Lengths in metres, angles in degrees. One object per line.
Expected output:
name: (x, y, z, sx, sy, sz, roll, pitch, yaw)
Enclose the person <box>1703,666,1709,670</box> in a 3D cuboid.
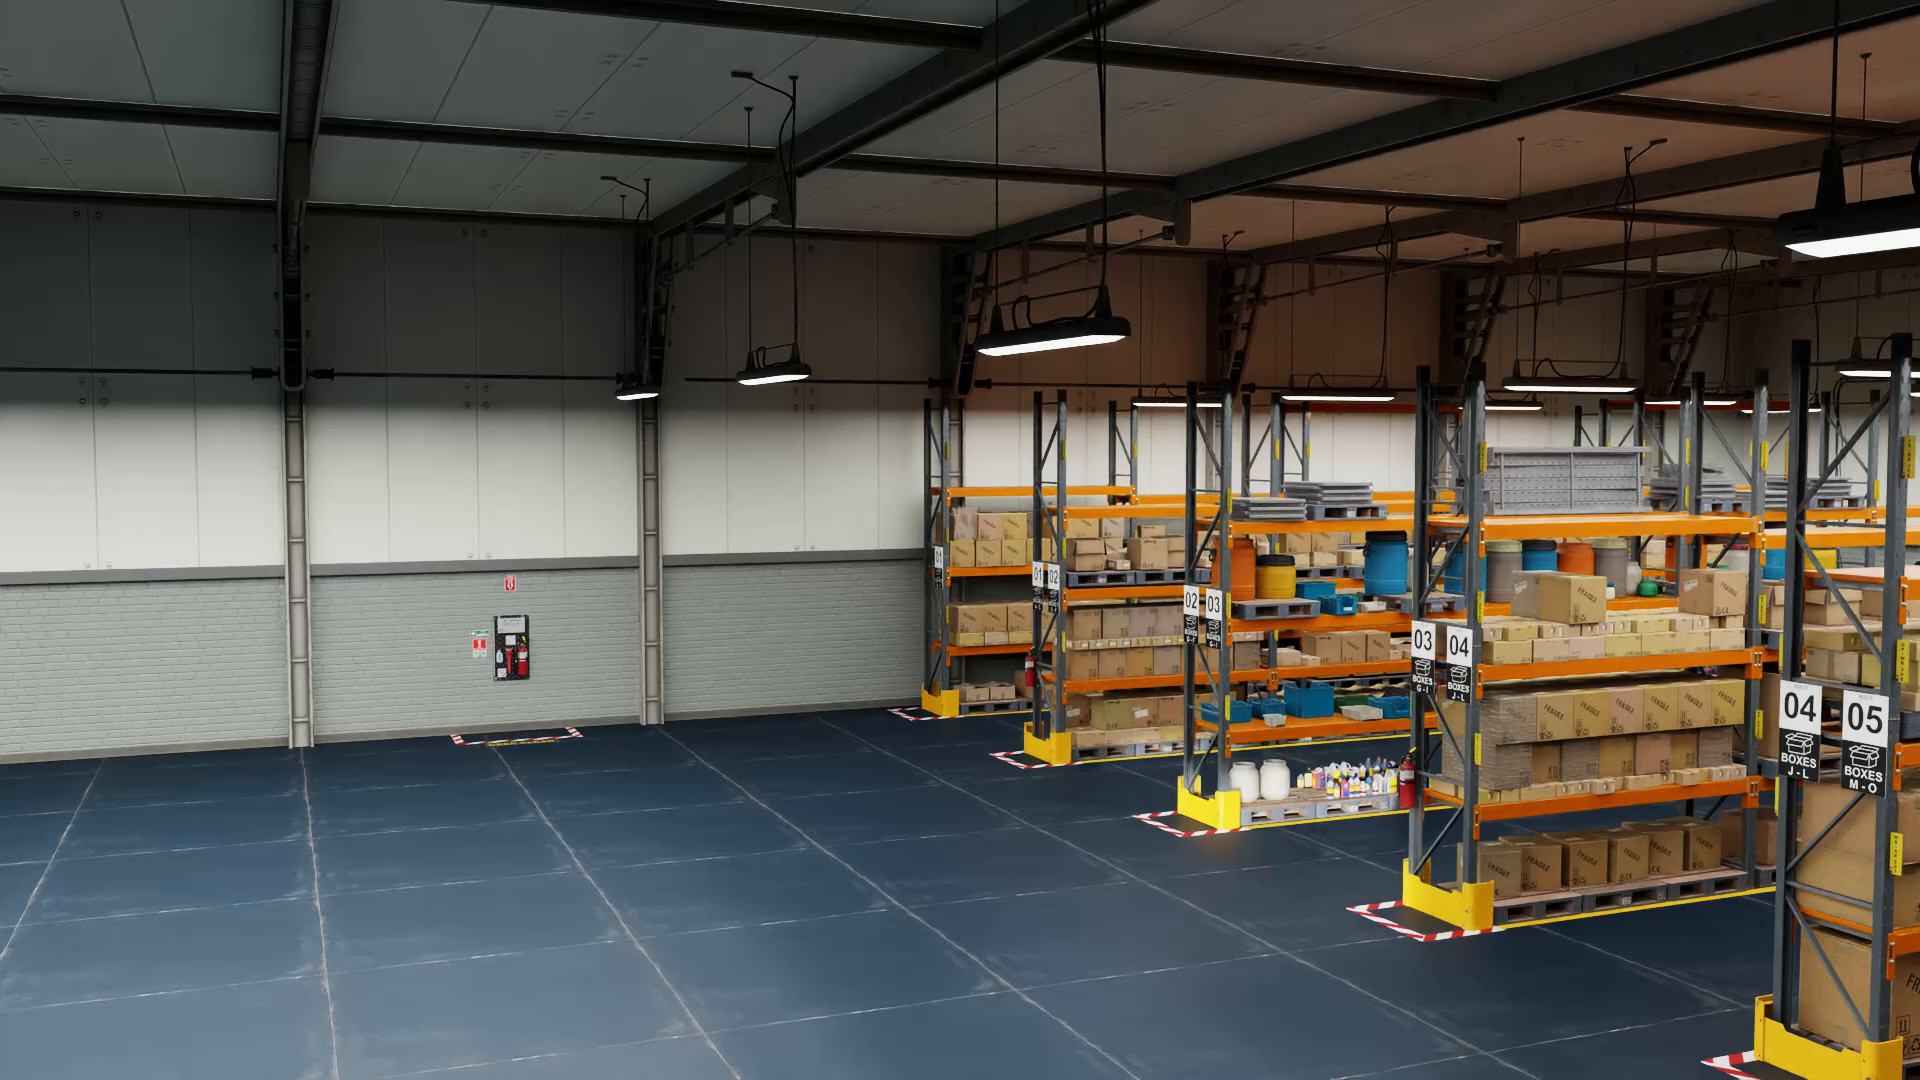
person: (16.345, 2.126, 37.135, 1.078, 1.663, 0.570, -2, 4, -26)
